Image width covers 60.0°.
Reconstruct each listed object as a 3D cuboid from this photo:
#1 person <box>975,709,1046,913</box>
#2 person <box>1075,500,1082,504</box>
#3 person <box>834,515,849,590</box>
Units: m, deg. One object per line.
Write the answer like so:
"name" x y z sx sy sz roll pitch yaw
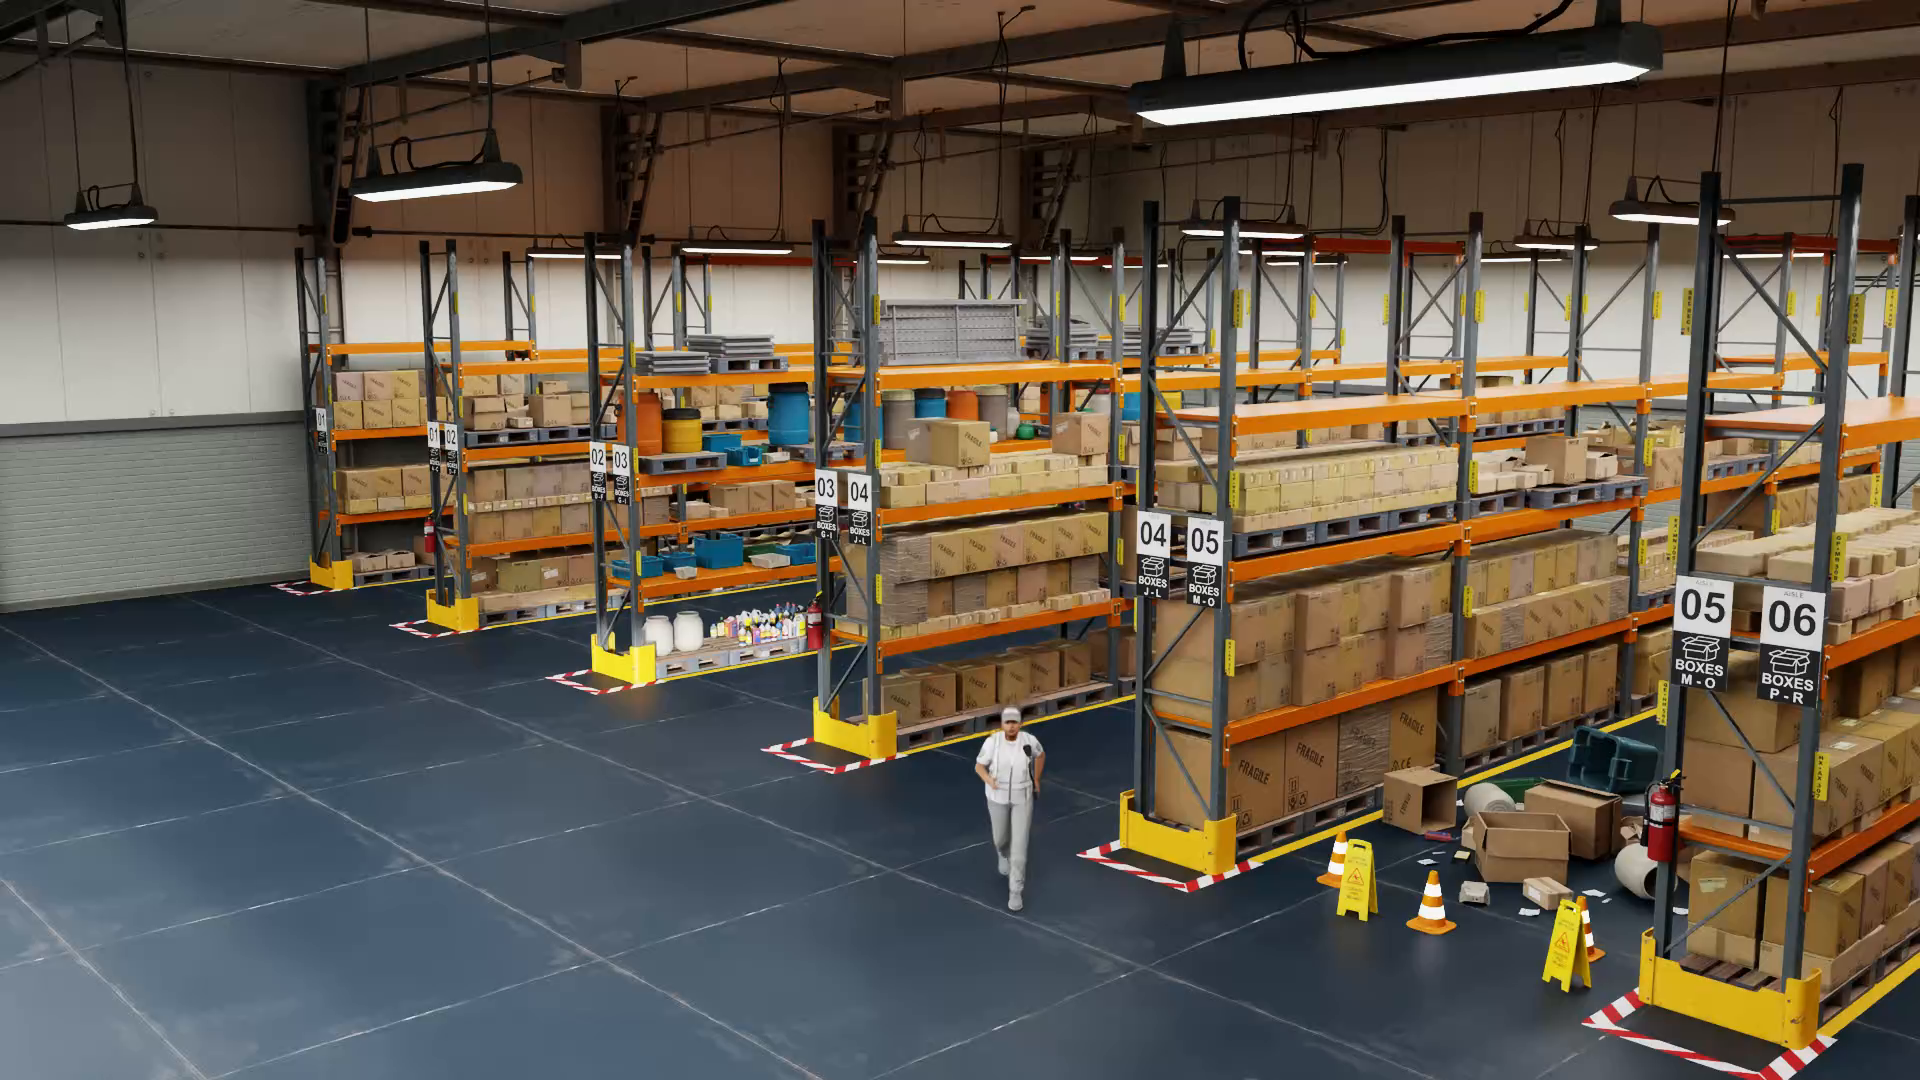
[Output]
"person" 0.435 2.263 14.333 0.607 1.662 0.926 0 8 3
"person" 2.566 -0.505 33.091 0.659 1.684 0.644 6 10 35
"person" -2.023 0.008 27.650 0.787 1.654 0.577 -8 12 -44
